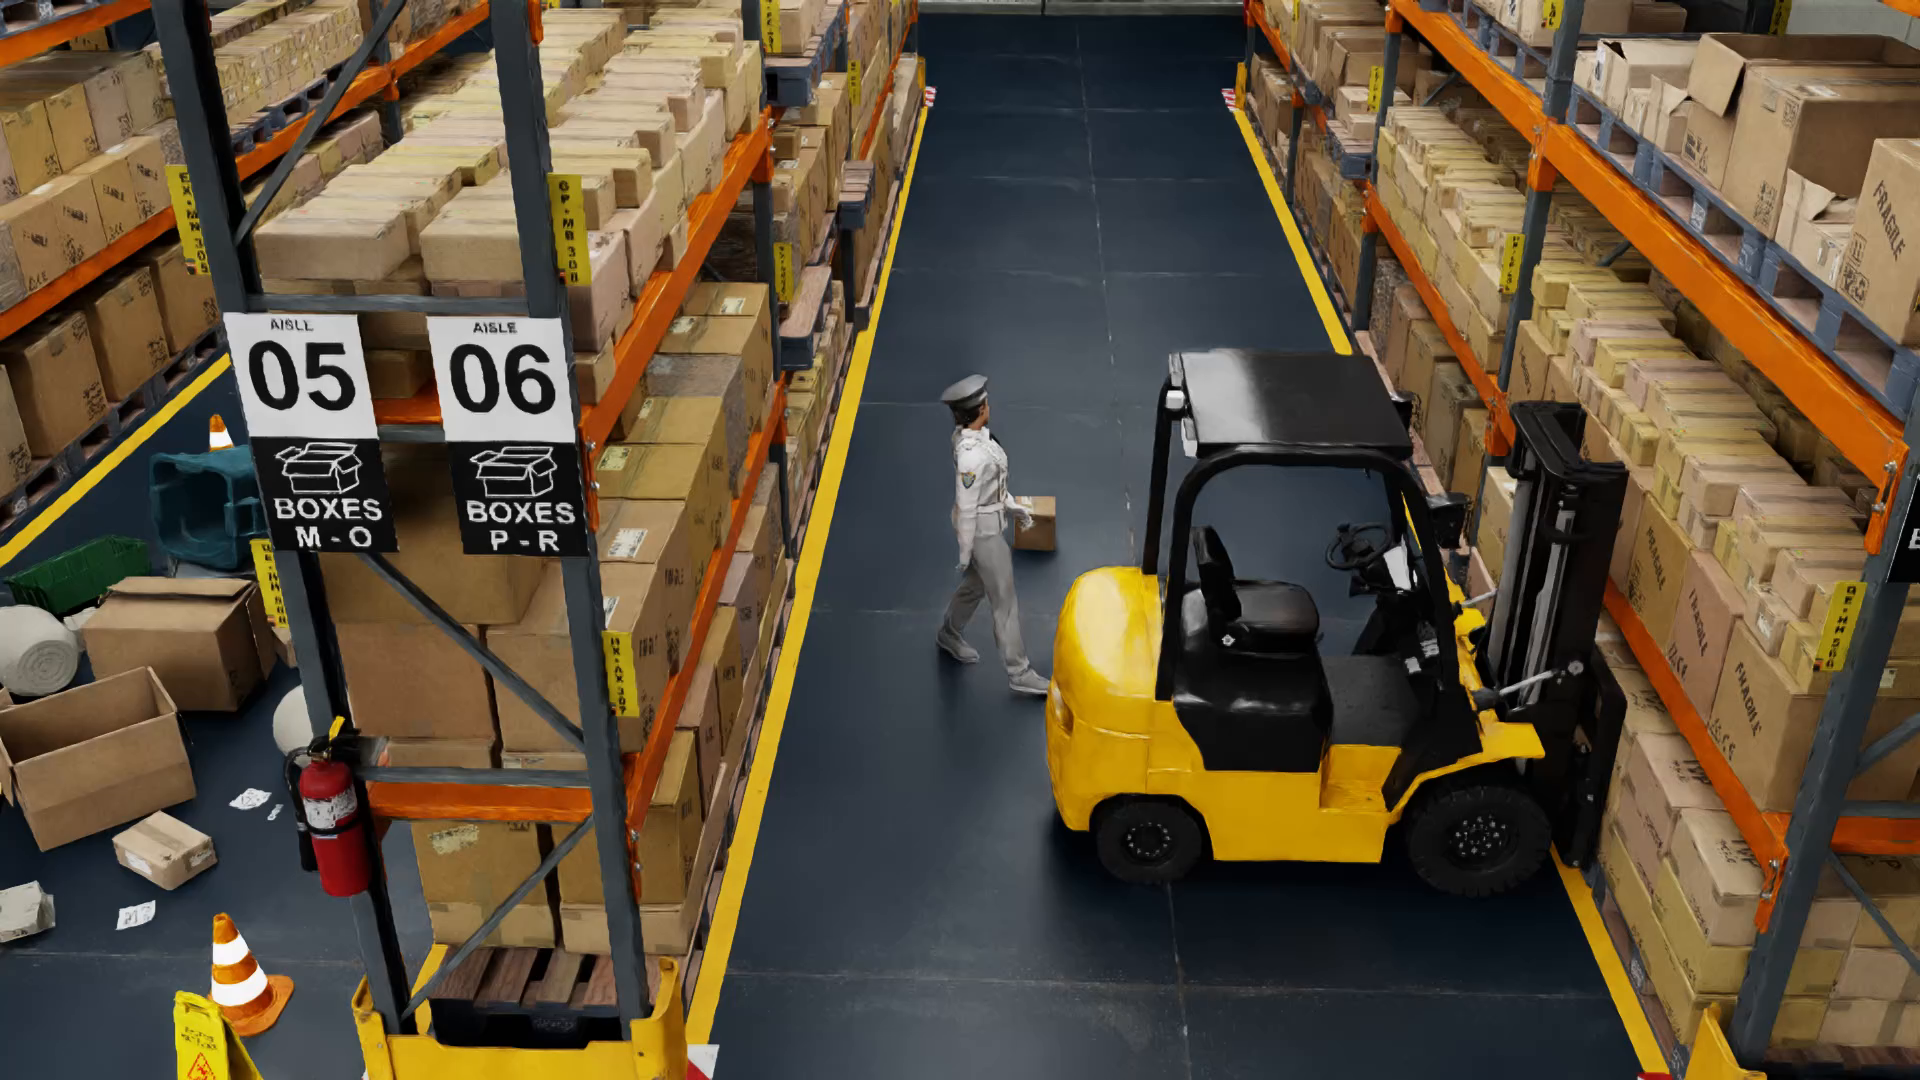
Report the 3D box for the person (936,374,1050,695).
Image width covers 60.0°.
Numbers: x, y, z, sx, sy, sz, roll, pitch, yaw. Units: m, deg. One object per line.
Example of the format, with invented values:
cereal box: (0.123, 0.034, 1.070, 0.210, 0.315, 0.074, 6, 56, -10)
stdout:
person: (0.202, -0.022, 8.680, 0.646, 1.664, 0.663, -2, 28, -3)
